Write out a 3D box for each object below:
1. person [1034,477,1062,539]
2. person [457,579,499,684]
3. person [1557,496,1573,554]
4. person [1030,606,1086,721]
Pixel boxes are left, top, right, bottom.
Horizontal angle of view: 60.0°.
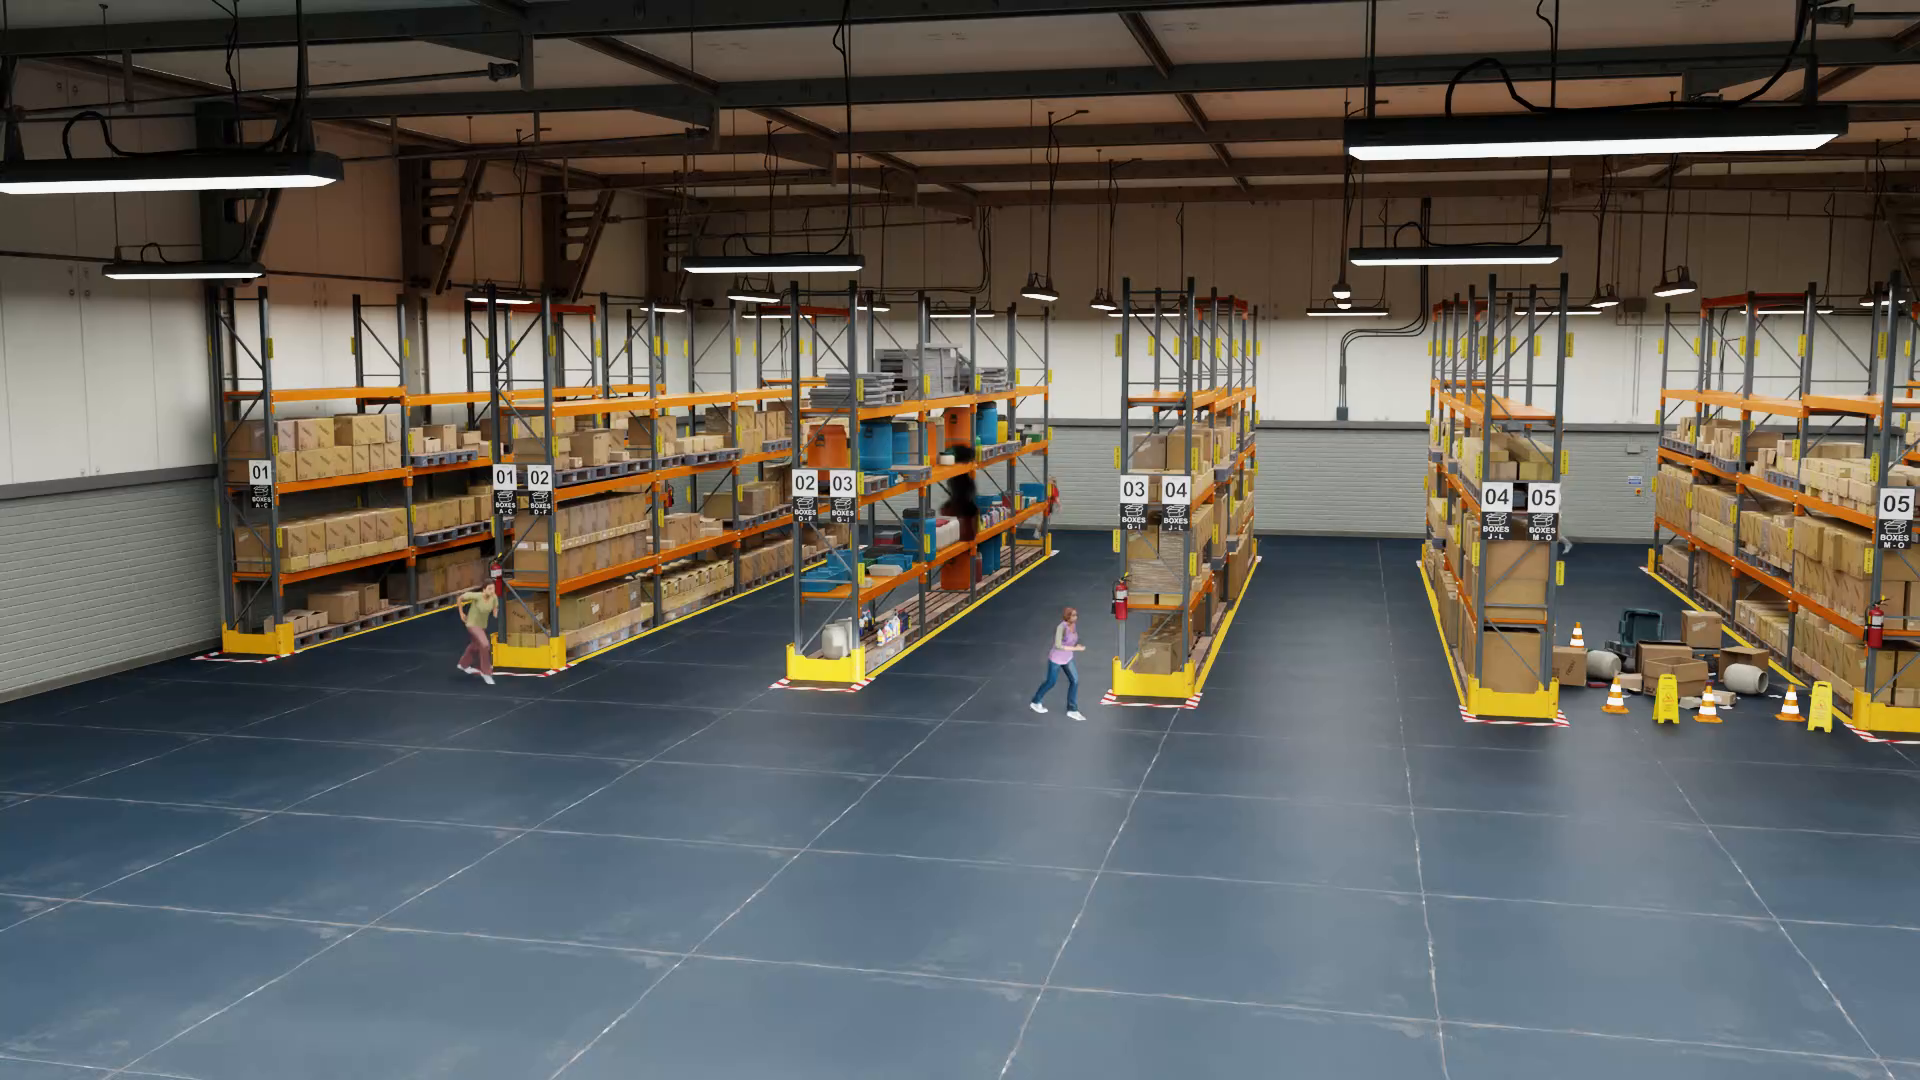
[{"bbox_3d":[2.287,-0.841,43.623,0.660,1.663,0.672,-5,8,-38],"label":"person"},{"bbox_3d":[-7.327,1.365,25.109,0.944,1.622,0.621,5,9,39],"label":"person"},{"bbox_3d":[14.250,-0.496,39.957,0.976,1.763,0.690,-1,7,-6],"label":"person"},{"bbox_3d":[1.345,1.648,22.481,0.904,1.566,0.540,6,9,41],"label":"person"}]
